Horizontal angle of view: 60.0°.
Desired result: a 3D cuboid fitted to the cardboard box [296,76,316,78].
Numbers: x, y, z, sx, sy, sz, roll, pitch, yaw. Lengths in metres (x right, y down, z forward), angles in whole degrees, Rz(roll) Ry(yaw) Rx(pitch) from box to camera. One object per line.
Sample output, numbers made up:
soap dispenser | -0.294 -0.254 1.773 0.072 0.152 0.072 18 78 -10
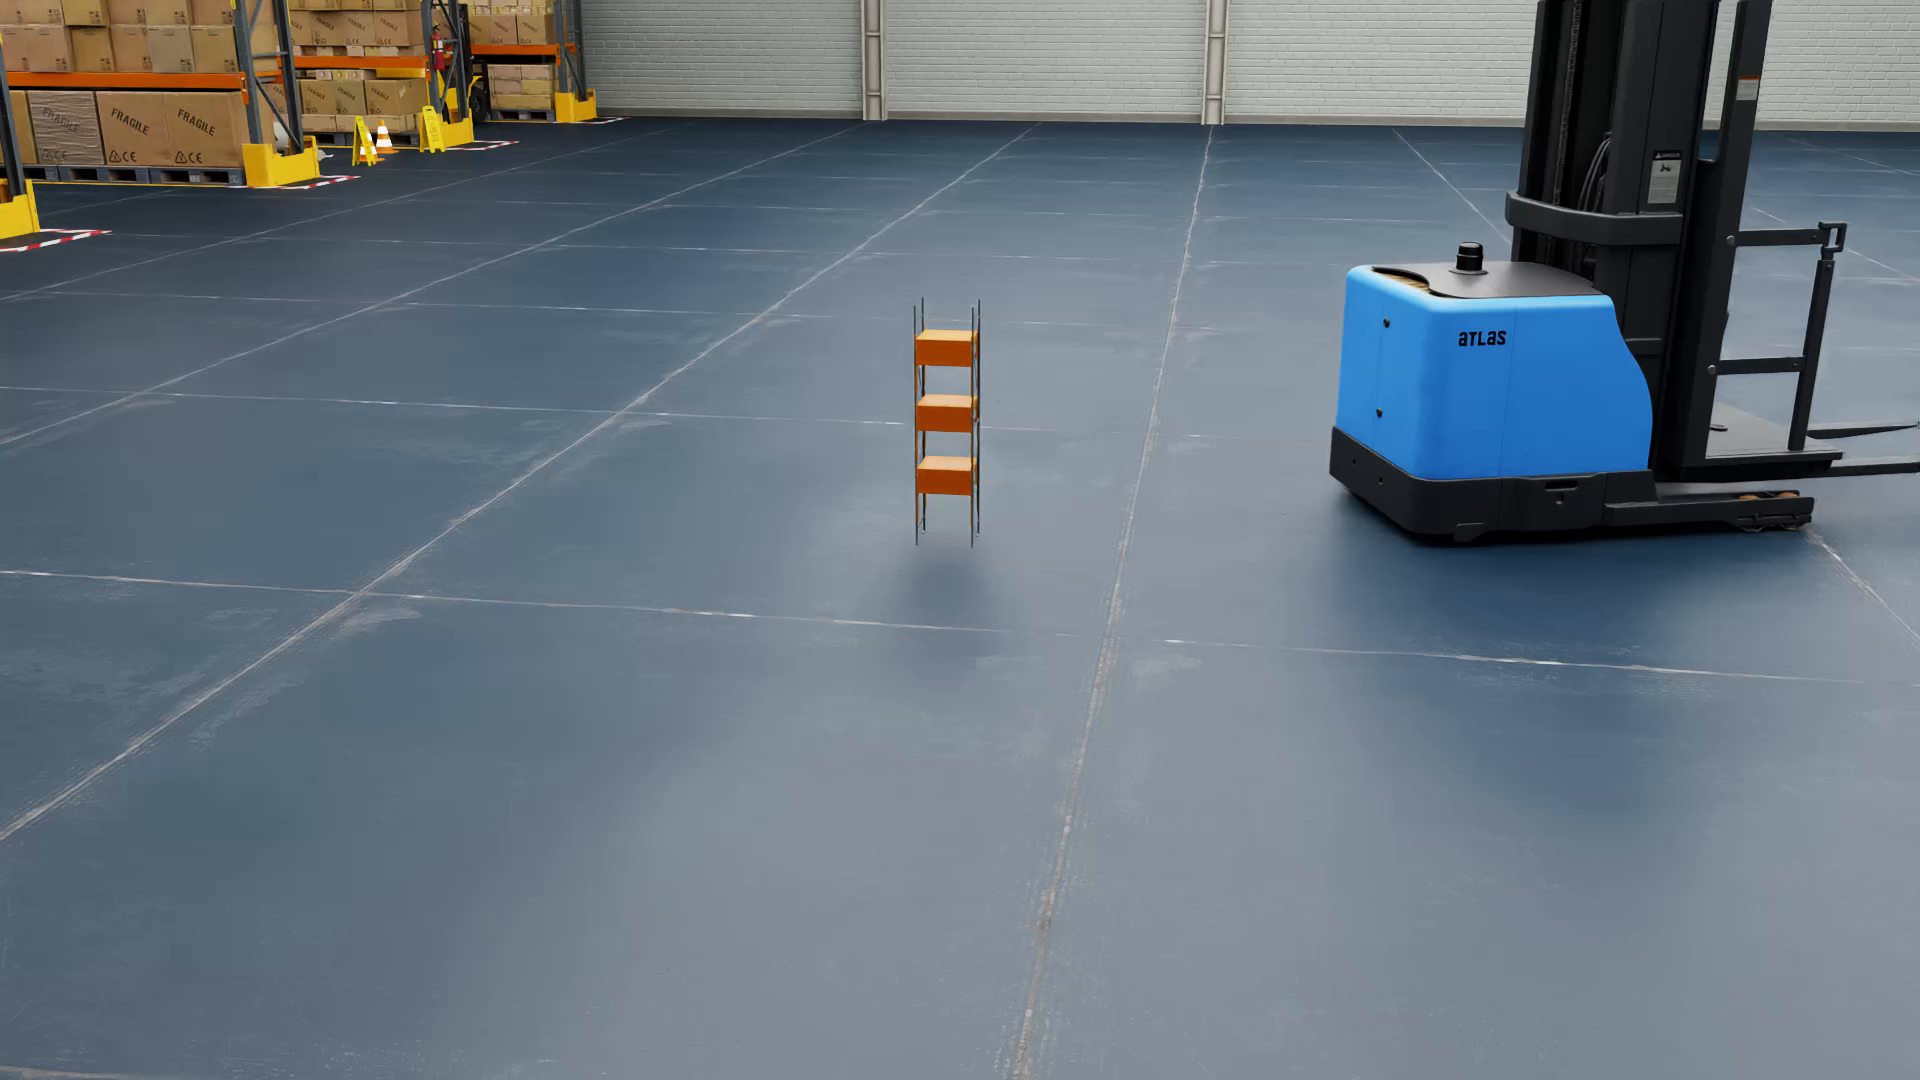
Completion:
cardboard box | -9.999 -6.864 25.581 0.500 0.500 0.500 4 19 12

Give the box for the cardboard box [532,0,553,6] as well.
cardboard box | -7.287 -9.412 29.056 0.250 0.149 0.380 3 19 9

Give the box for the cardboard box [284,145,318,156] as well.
cardboard box | -9.297 -5.490 23.475 0.250 0.149 0.380 14 23 37

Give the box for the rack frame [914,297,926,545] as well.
rack frame | -0.173 -0.507 7.163 0.008 1.050 0.200 3 19 9

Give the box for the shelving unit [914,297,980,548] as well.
shelving unit | -0.053 -0.501 7.145 0.252 1.050 0.215 3 19 9

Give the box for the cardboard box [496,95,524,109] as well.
cardboard box | -7.903 -7.812 29.593 0.500 0.250 0.500 3 19 9

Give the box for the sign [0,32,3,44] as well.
sign | -9.169 -4.884 15.809 0.005 0.325 0.100 3 19 9

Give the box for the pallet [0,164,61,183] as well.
pallet | -11.580 -4.669 20.924 1.213 0.211 1.003 3 19 9

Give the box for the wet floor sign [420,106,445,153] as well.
wet floor sign | -7.665 -5.947 24.060 0.232 0.644 0.267 10 21 27

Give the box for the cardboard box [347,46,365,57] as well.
cardboard box | -8.863 -7.242 24.616 0.250 0.149 0.380 3 19 10

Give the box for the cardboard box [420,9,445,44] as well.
cardboard box | -8.107 -7.708 24.985 0.500 0.500 0.500 3 19 8

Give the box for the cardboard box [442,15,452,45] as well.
cardboard box | -8.942 -9.030 29.406 0.500 0.500 0.500 3 19 9

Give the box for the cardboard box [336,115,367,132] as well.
cardboard box | -9.034 -6.289 25.042 0.500 0.250 0.500 3 19 9

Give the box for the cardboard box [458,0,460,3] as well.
cardboard box | -8.802 -9.487 29.281 0.250 0.149 0.380 3 19 9

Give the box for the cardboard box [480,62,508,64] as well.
cardboard box | -8.330 -8.469 29.983 0.500 0.250 0.500 3 19 8

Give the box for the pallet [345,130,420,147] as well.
pallet | -8.555 -6.142 25.326 1.213 0.211 1.003 3 19 9

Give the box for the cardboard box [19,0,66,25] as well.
cardboard box | -10.886 -6.546 20.202 0.550 0.550 0.875 3 19 9

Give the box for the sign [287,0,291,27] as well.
sign | -8.275 -6.474 20.436 0.005 0.325 0.100 3 19 9

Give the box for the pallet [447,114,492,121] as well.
pallet | -8.862 -7.729 30.069 1.213 0.211 1.003 3 19 9

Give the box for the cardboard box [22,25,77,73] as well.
cardboard box | -10.891 -6.025 20.348 0.550 0.550 0.875 3 19 9

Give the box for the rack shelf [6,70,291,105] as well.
rack shelf | -10.343 -5.612 20.482 4.000 0.370 1.077 3 19 9

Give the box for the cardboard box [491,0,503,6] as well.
cardboard box | -8.032 -9.455 29.185 0.250 0.149 0.380 3 19 9

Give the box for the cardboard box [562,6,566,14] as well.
cardboard box | -7.193 -9.417 29.540 0.250 0.149 0.380 2 19 7

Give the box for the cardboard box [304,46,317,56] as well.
cardboard box | -9.592 -7.324 24.861 0.250 0.149 0.380 3 19 9

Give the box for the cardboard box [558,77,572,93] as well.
cardboard box | -7.331 -8.185 29.921 0.500 0.250 0.500 3 19 10

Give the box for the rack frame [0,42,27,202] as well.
rack frame | -9.255 -4.304 15.438 0.127 3.000 1.000 3 19 9

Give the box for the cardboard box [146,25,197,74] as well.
cardboard box | -9.289 -5.949 20.119 0.550 0.550 0.875 3 19 9

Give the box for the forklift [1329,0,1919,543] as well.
forklift | 3.349 -1.585 7.422 3.031 2.935 1.130 -3 19 -9

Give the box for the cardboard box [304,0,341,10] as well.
cardboard box | -9.241 -8.050 24.431 0.500 0.500 0.700 3 19 8

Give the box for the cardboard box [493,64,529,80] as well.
cardboard box | -7.909 -8.282 29.425 0.500 0.250 0.500 3 19 10

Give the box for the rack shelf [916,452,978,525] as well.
rack shelf | -0.053 -0.227 7.236 0.240 0.259 0.215 3 19 9

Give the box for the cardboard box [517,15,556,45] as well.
cardboard box | -7.427 -8.954 29.178 0.500 0.500 0.500 3 19 7

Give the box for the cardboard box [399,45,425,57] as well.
cardboard box | -8.086 -7.241 24.613 0.250 0.149 0.380 4 19 10

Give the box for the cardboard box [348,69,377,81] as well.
cardboard box | -8.889 -6.923 24.734 0.250 0.149 0.380 3 19 10

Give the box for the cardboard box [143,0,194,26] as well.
cardboard box | -9.286 -6.465 19.960 0.550 0.550 0.875 3 19 9

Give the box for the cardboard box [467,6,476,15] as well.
cardboard box | -8.557 -9.305 29.206 0.250 0.149 0.380 3 19 9

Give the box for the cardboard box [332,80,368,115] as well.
cardboard box | -9.031 -6.643 24.919 0.500 0.500 0.500 4 19 11

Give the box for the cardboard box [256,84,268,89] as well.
cardboard box | -10.562 -6.723 25.158 0.500 0.500 0.500 4 19 11

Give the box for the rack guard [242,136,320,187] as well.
rack guard | -8.345 -4.666 20.460 0.348 0.500 1.175 3 19 9

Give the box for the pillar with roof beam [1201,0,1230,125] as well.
pillar with roof beam | 3.721 -10.173 23.526 0.400 9.000 9.100 3 19 9

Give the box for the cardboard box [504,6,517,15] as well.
cardboard box | -7.790 -9.284 29.143 0.250 0.149 0.380 3 19 10

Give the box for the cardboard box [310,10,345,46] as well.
cardboard box | -9.250 -7.591 24.636 0.500 0.500 0.500 3 19 8

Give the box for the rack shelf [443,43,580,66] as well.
rack shelf | -8.874 -8.723 29.780 4.000 0.370 1.077 3 19 9

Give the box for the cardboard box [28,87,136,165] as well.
cardboard box | -10.817 -5.148 20.647 0.875 0.875 0.875 3 19 9

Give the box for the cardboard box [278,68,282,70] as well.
cardboard box | -10.205 -6.991 24.937 0.250 0.149 0.380 4 19 12

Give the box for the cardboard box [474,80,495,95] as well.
cardboard box | -8.436 -8.070 29.580 0.500 0.250 0.500 2 19 7

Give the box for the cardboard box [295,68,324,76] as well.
cardboard box | -12.131 -8.302 30.469 0.625 0.625 0.875 3 19 8
